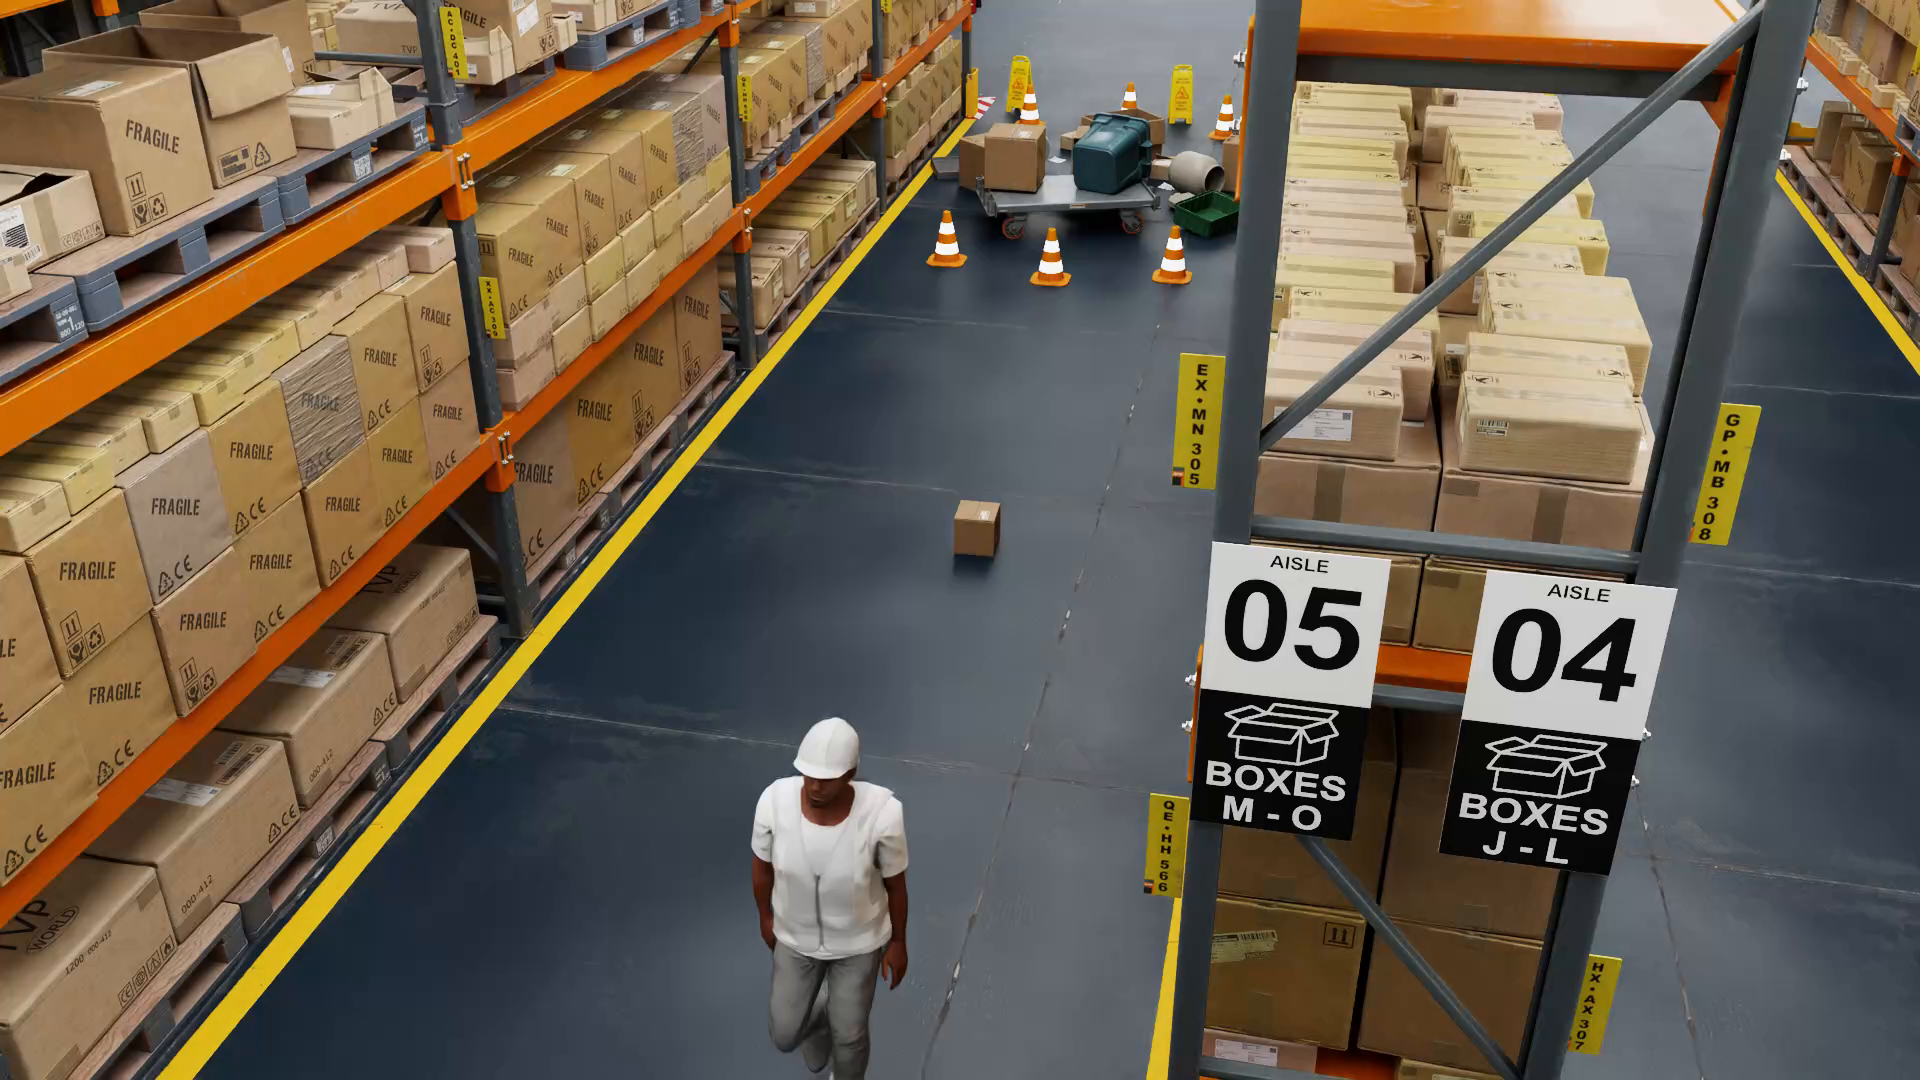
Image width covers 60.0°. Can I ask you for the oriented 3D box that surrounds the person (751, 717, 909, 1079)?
[{"bbox_3d":[-0.466,1.391,6.002,0.579,1.757,0.552,4,29,8],"label":"person"}]
